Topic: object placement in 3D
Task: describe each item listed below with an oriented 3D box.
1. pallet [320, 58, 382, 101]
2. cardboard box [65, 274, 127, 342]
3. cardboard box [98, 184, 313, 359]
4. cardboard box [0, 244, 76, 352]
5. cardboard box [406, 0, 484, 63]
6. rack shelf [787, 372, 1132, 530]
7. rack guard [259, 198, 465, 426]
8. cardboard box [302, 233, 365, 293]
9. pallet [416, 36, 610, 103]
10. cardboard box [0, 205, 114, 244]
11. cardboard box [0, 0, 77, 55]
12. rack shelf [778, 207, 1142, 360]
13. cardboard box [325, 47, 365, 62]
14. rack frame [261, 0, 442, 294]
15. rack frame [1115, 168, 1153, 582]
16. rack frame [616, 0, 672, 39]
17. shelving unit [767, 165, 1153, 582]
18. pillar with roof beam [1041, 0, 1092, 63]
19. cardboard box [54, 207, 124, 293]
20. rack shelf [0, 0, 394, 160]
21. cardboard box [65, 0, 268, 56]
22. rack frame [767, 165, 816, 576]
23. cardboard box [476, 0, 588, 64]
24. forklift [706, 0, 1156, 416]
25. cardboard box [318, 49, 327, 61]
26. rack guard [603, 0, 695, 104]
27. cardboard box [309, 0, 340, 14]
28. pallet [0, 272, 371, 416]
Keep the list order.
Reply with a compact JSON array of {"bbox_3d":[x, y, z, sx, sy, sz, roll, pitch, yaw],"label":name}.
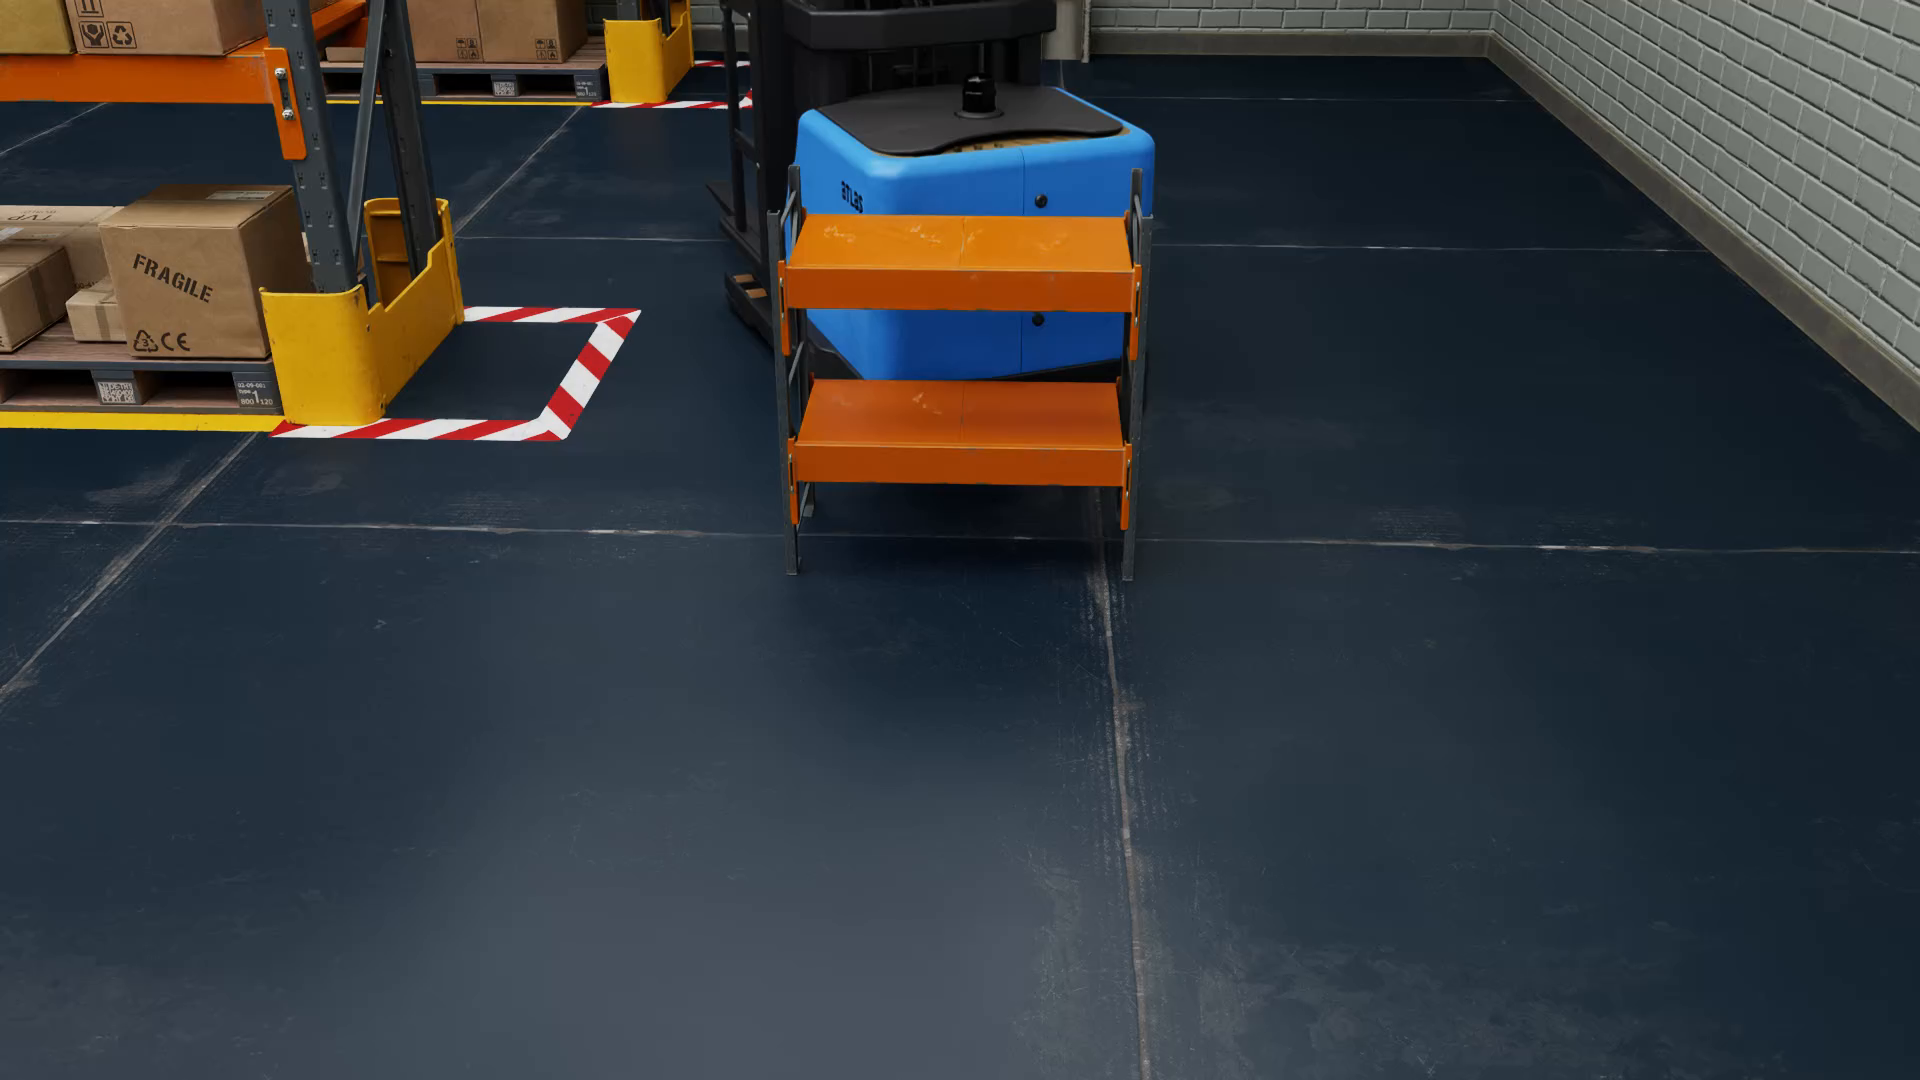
[{"bbox_3d":[-4.047,-3.096,10.866,1.213,0.211,1.003,1,28,2],"label":"pallet"},{"bbox_3d":[-3.153,-0.897,6.294,0.250,0.166,0.380,1,28,2],"label":"cardboard box"},{"bbox_3d":[-2.752,-0.995,6.124,0.500,0.500,0.500,1,28,2],"label":"cardboard box"},{"bbox_3d":[-3.700,-0.915,6.239,0.500,0.250,0.500,1,28,2],"label":"cardboard box"},{"bbox_3d":[-3.232,-3.384,10.652,0.500,0.500,0.700,1,28,2],"label":"cardboard box"},{"bbox_3d":[0.007,-0.281,5.101,1.000,0.278,0.538,1,28,2],"label":"rack shelf"},{"bbox_3d":[-2.276,-0.908,6.430,0.348,0.500,1.175,1,28,2],"label":"rack guard"},{"bbox_3d":[-2.606,-1.114,6.723,0.250,0.149,0.380,1,28,2],"label":"cardboard box"},{"bbox_3d":[-2.831,-3.075,10.825,1.213,0.211,1.003,1,28,2],"label":"pallet"},{"bbox_3d":[-3.733,-1.149,6.682,0.500,0.250,0.500,1,28,2],"label":"cardboard box"},{"bbox_3d":[-3.176,-1.943,5.605,0.500,0.500,0.500,1,28,2],"label":"cardboard box"},{"bbox_3d":[0.007,-0.755,4.849,1.000,0.278,0.538,1,28,2],"label":"rack shelf"},{"bbox_3d":[-3.734,-3.392,10.668,0.500,0.500,0.700,0,28,0],"label":"cardboard box"},{"bbox_3d":[-2.200,-2.012,5.842,0.127,3.000,1.000,1,28,2],"label":"rack frame"},{"bbox_3d":[0.515,-0.488,4.970,0.032,1.125,0.500,1,28,2],"label":"rack frame"},{"bbox_3d":[-2.029,-4.330,10.216,0.127,3.000,1.000,1,28,2],"label":"rack frame"},{"bbox_3d":[0.007,-0.497,4.986,1.048,1.125,0.538,1,28,2],"label":"shelving unit"},{"bbox_3d":[0.548,-5.326,5.689,0.400,9.000,9.100,1,28,2],"label":"pillar with roof beam"},{"bbox_3d":[-3.233,-1.141,6.666,0.500,0.250,0.500,1,28,2],"label":"cardboard box"},{"bbox_3d":[-4.199,-1.727,6.073,4.000,0.370,1.077,1,28,2],"label":"rack shelf"},{"bbox_3d":[-2.657,-1.936,5.592,0.500,0.500,0.500,2,28,3],"label":"cardboard box"},{"bbox_3d":[-0.501,-0.505,5.002,0.032,1.125,0.500,1,28,2],"label":"rack frame"},{"bbox_3d":[-2.732,-3.376,10.637,0.500,0.500,0.700,1,28,2],"label":"cardboard box"},{"bbox_3d":[-0.352,-2.238,6.343,1.130,2.935,3.031,-11,30,-19],"label":"forklift"},{"bbox_3d":[-4.268,-3.398,10.678,0.500,0.500,0.700,2,28,3],"label":"cardboard box"},{"bbox_3d":[-2.005,-3.226,10.801,0.348,0.500,1.175,1,28,2],"label":"rack guard"},{"bbox_3d":[-2.634,-2.187,6.065,0.500,0.500,0.500,2,28,3],"label":"cardboard box"},{"bbox_3d":[-3.072,-0.793,6.522,1.213,0.211,1.003,1,28,2],"label":"pallet"}]
